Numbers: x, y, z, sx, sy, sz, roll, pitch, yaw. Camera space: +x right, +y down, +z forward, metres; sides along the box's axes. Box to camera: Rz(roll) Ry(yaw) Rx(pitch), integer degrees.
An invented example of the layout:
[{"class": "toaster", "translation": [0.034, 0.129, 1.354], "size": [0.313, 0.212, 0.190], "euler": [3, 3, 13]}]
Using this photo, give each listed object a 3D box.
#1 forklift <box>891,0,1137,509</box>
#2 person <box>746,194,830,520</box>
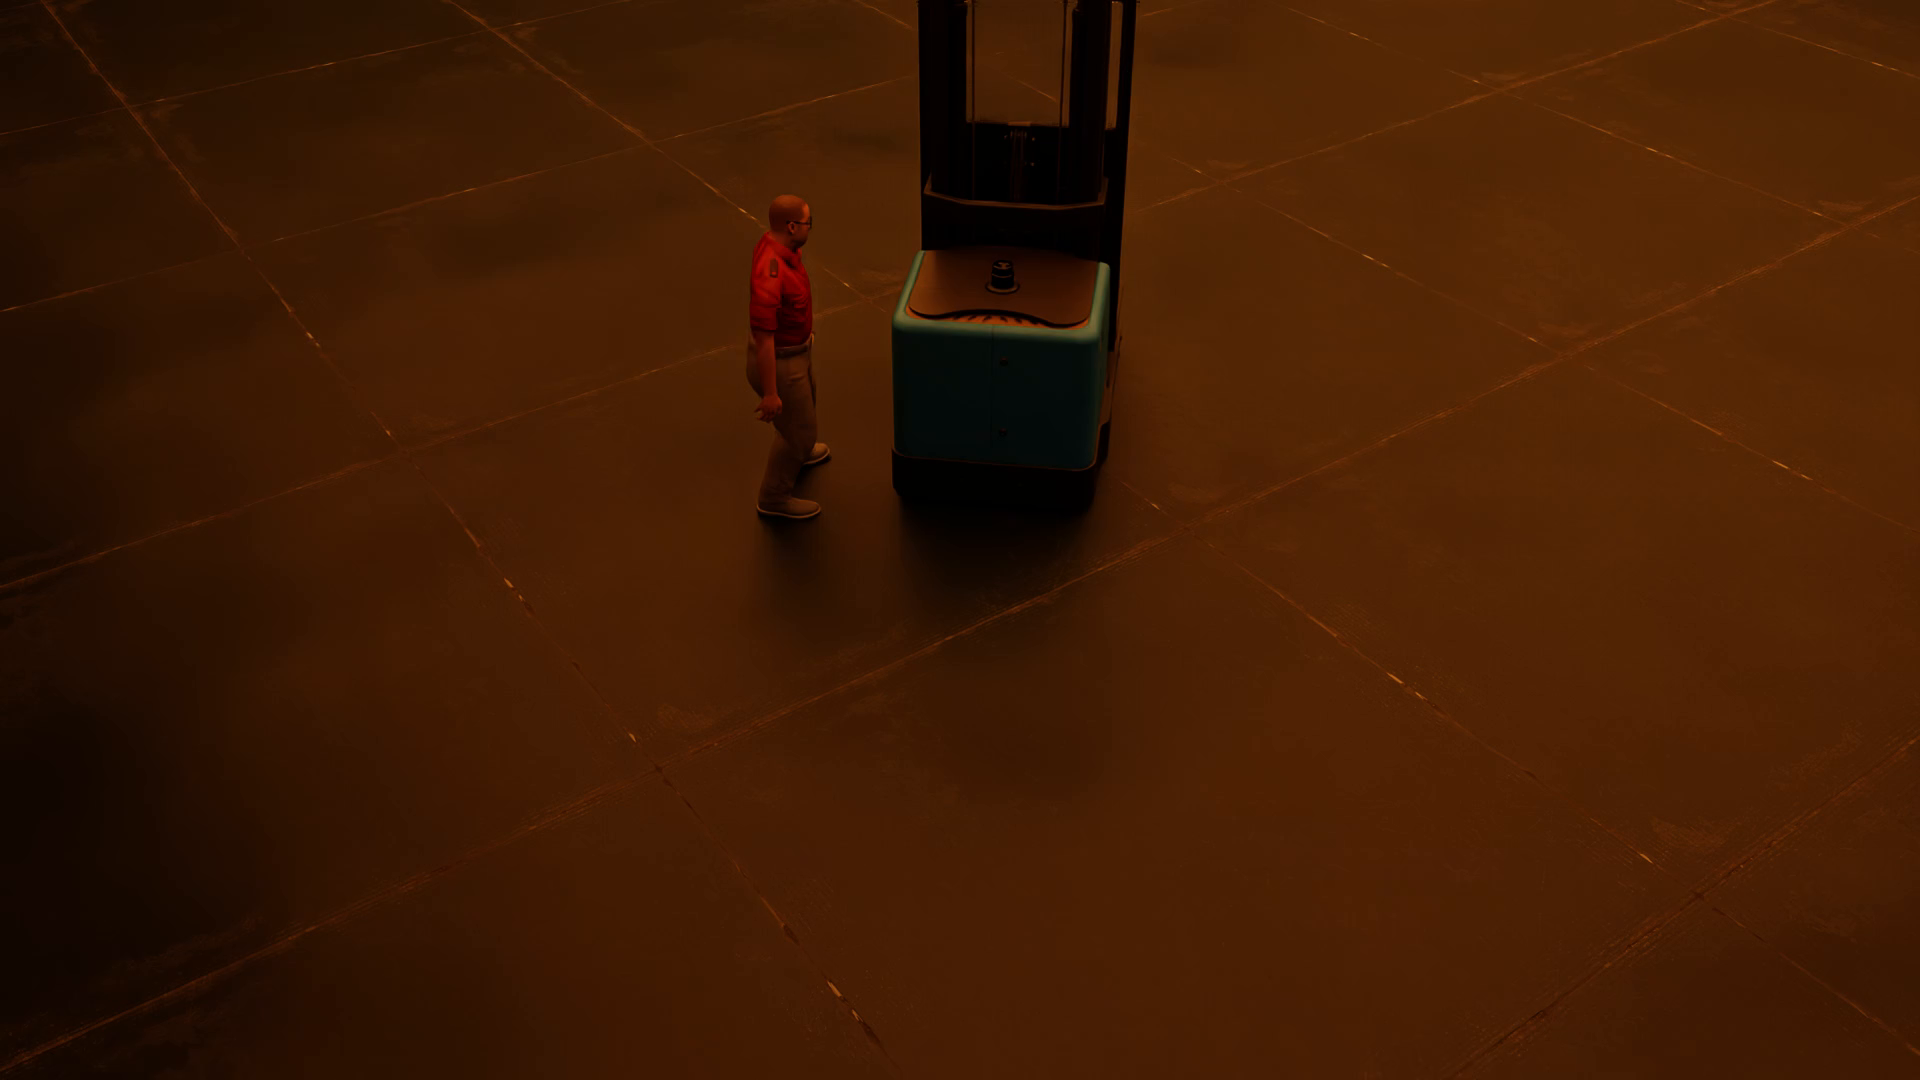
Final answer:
[{"class": "forklift", "translation": [0.370, -2.204, 8.926], "size": [1.130, 2.935, 3.031], "euler": [5, 37, 7]}, {"class": "person", "translation": [-0.866, -0.915, 8.221], "size": [0.390, 1.702, 0.842], "euler": [-3, 37, -5]}]
